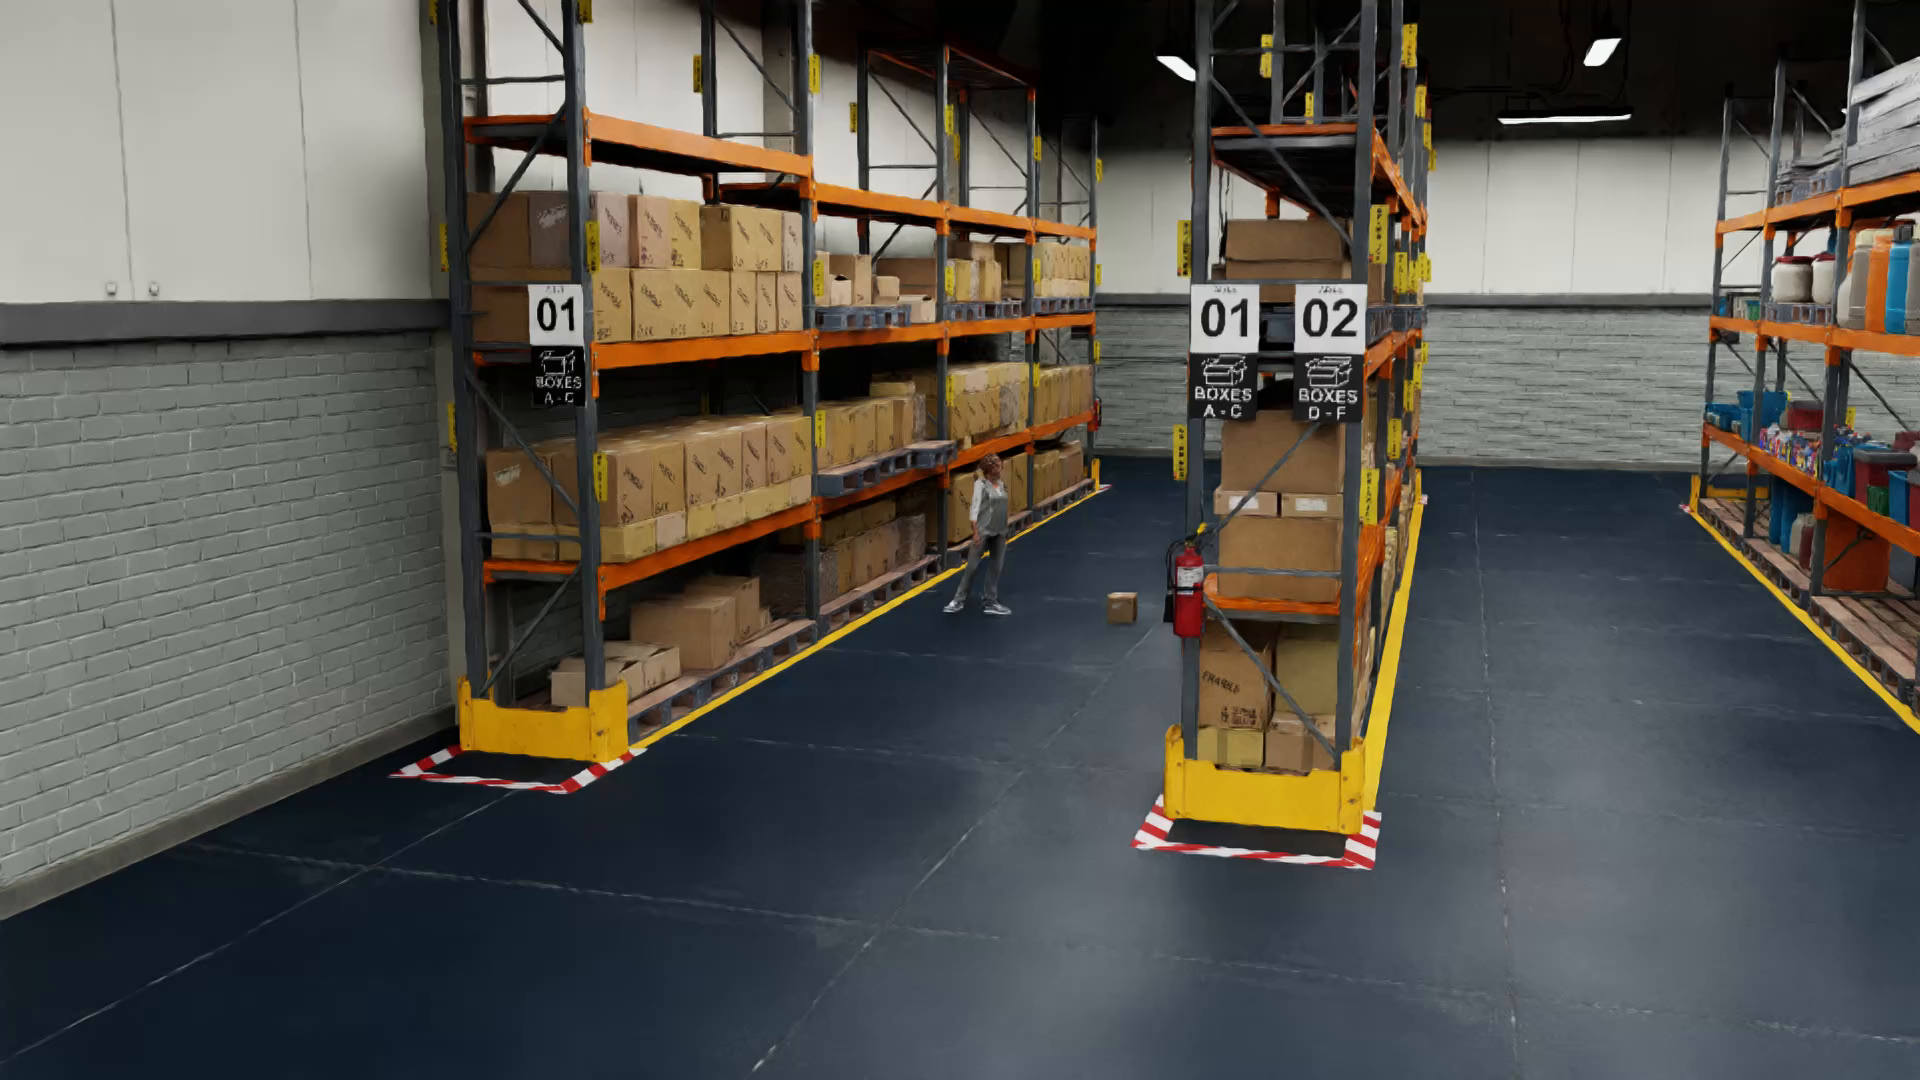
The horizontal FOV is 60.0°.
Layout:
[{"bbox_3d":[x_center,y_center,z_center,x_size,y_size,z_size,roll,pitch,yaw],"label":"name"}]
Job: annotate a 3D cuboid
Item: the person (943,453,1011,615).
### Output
[{"bbox_3d":[0.167,-0.050,16.220,0.592,1.589,0.449,-7,11,-41],"label":"person"}]
